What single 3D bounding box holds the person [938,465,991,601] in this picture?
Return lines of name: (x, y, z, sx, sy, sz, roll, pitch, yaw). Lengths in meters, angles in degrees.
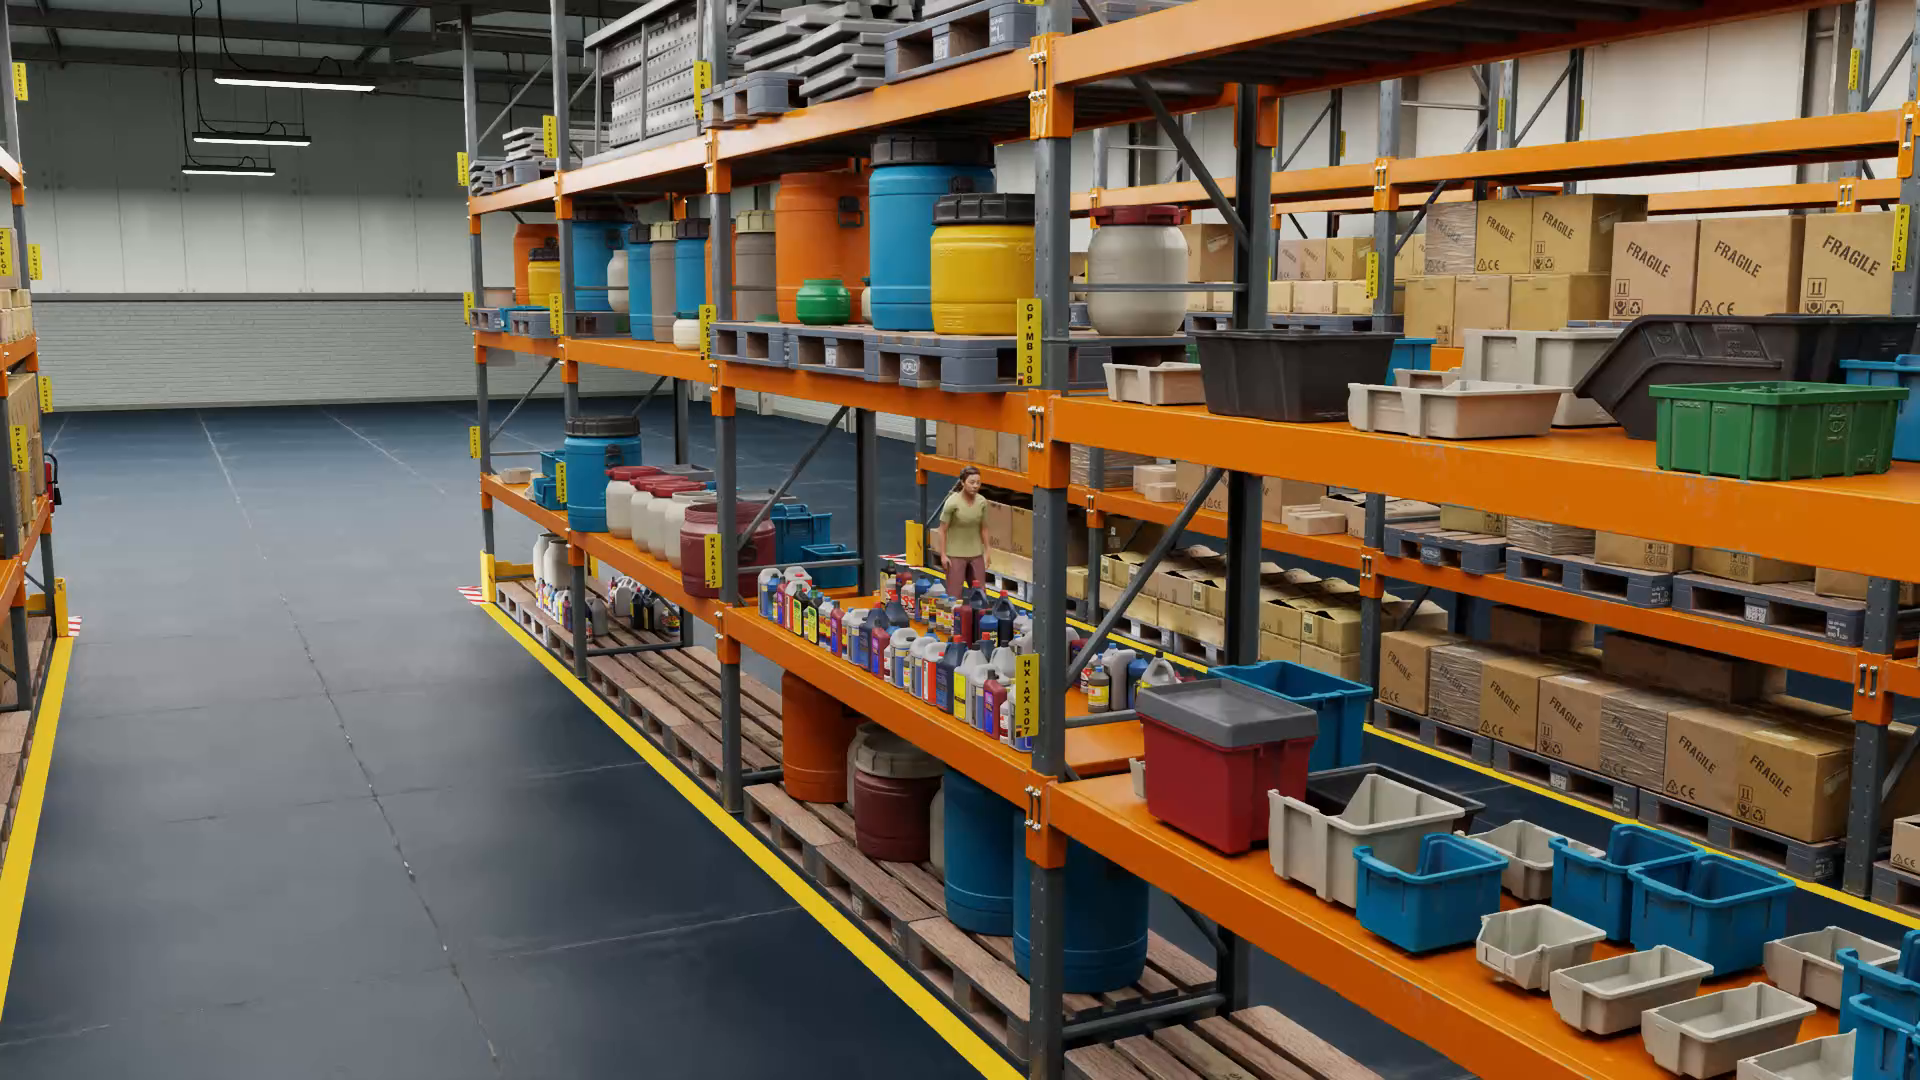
person: (0.054, 0.164, 14.766, 0.500, 1.673, 0.353, -4, 10, -26)
